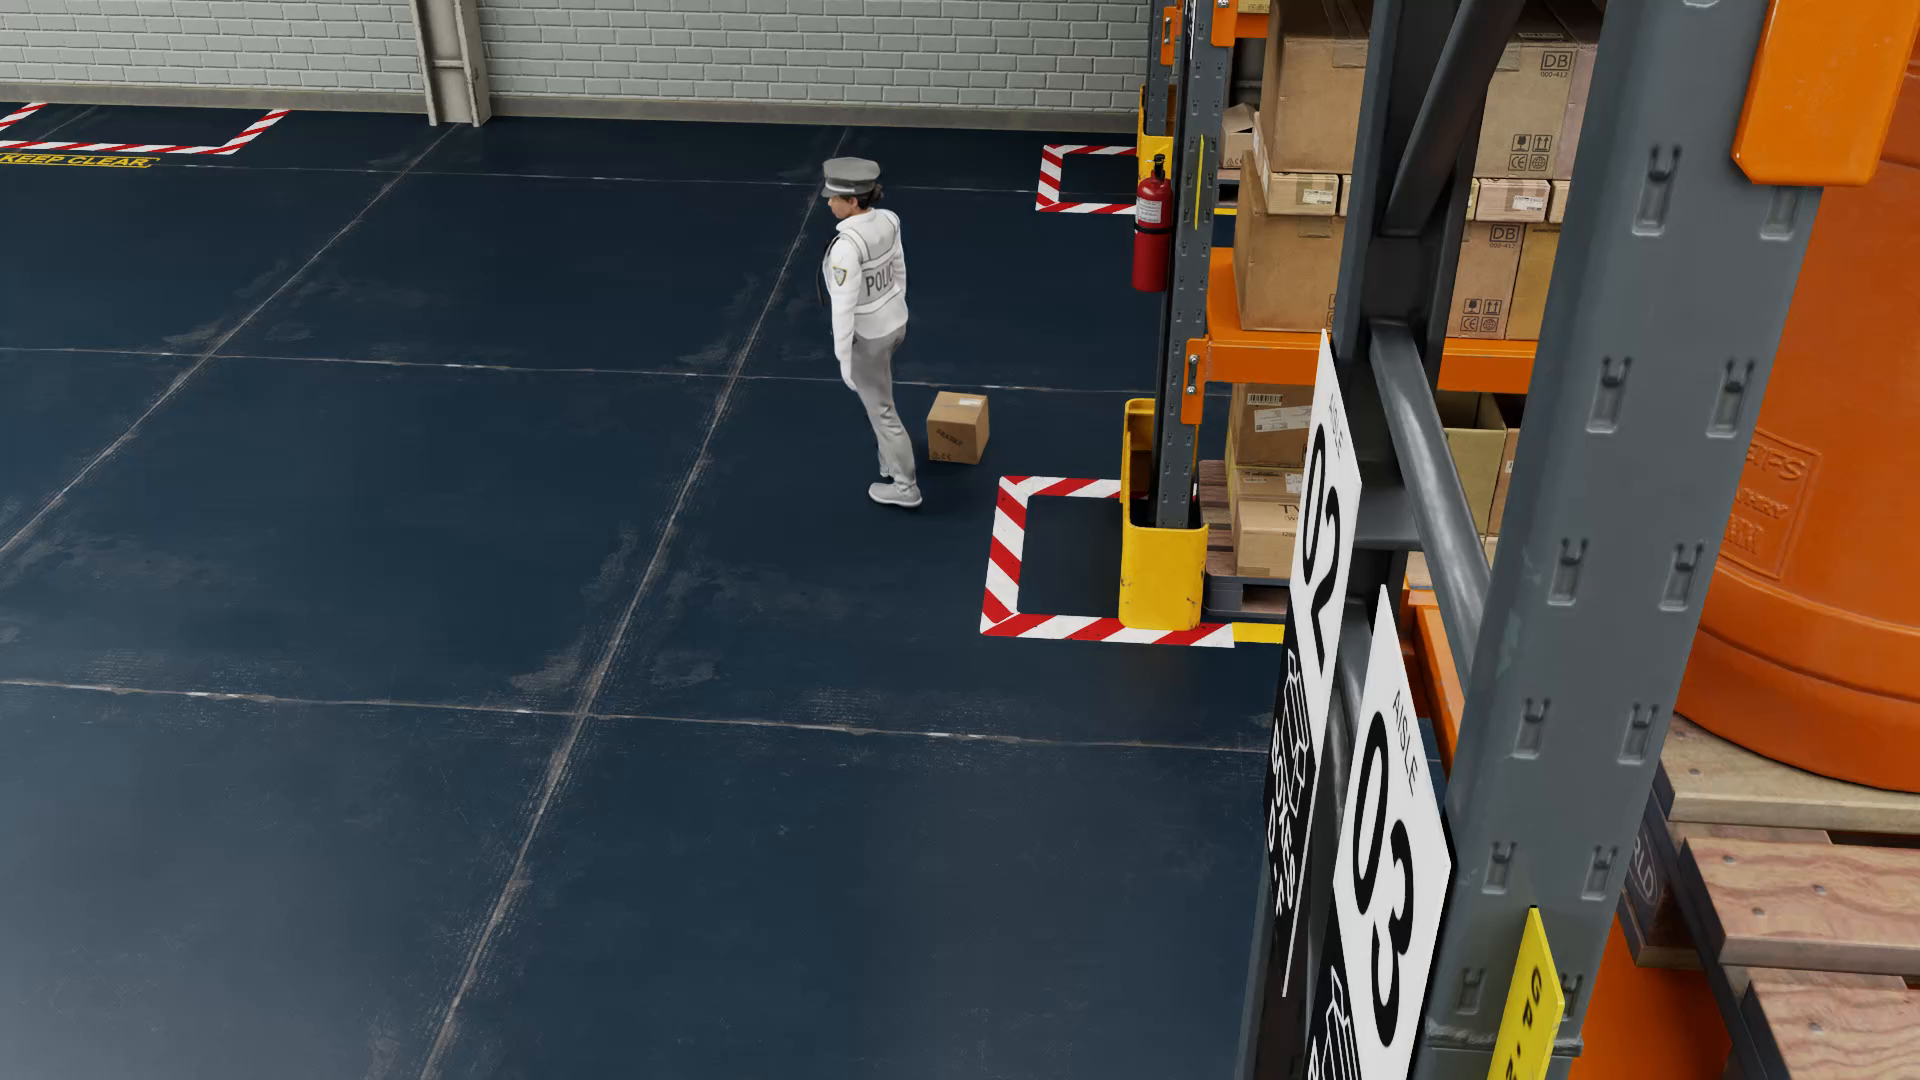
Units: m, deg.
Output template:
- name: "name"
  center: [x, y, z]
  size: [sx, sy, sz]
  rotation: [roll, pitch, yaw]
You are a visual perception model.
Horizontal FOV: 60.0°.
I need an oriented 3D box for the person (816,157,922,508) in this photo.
- name: "person"
  center: [-0.371, -0.906, 7.588]
  size: [0.458, 1.696, 0.589]
  rotation: [15, 35, 23]
